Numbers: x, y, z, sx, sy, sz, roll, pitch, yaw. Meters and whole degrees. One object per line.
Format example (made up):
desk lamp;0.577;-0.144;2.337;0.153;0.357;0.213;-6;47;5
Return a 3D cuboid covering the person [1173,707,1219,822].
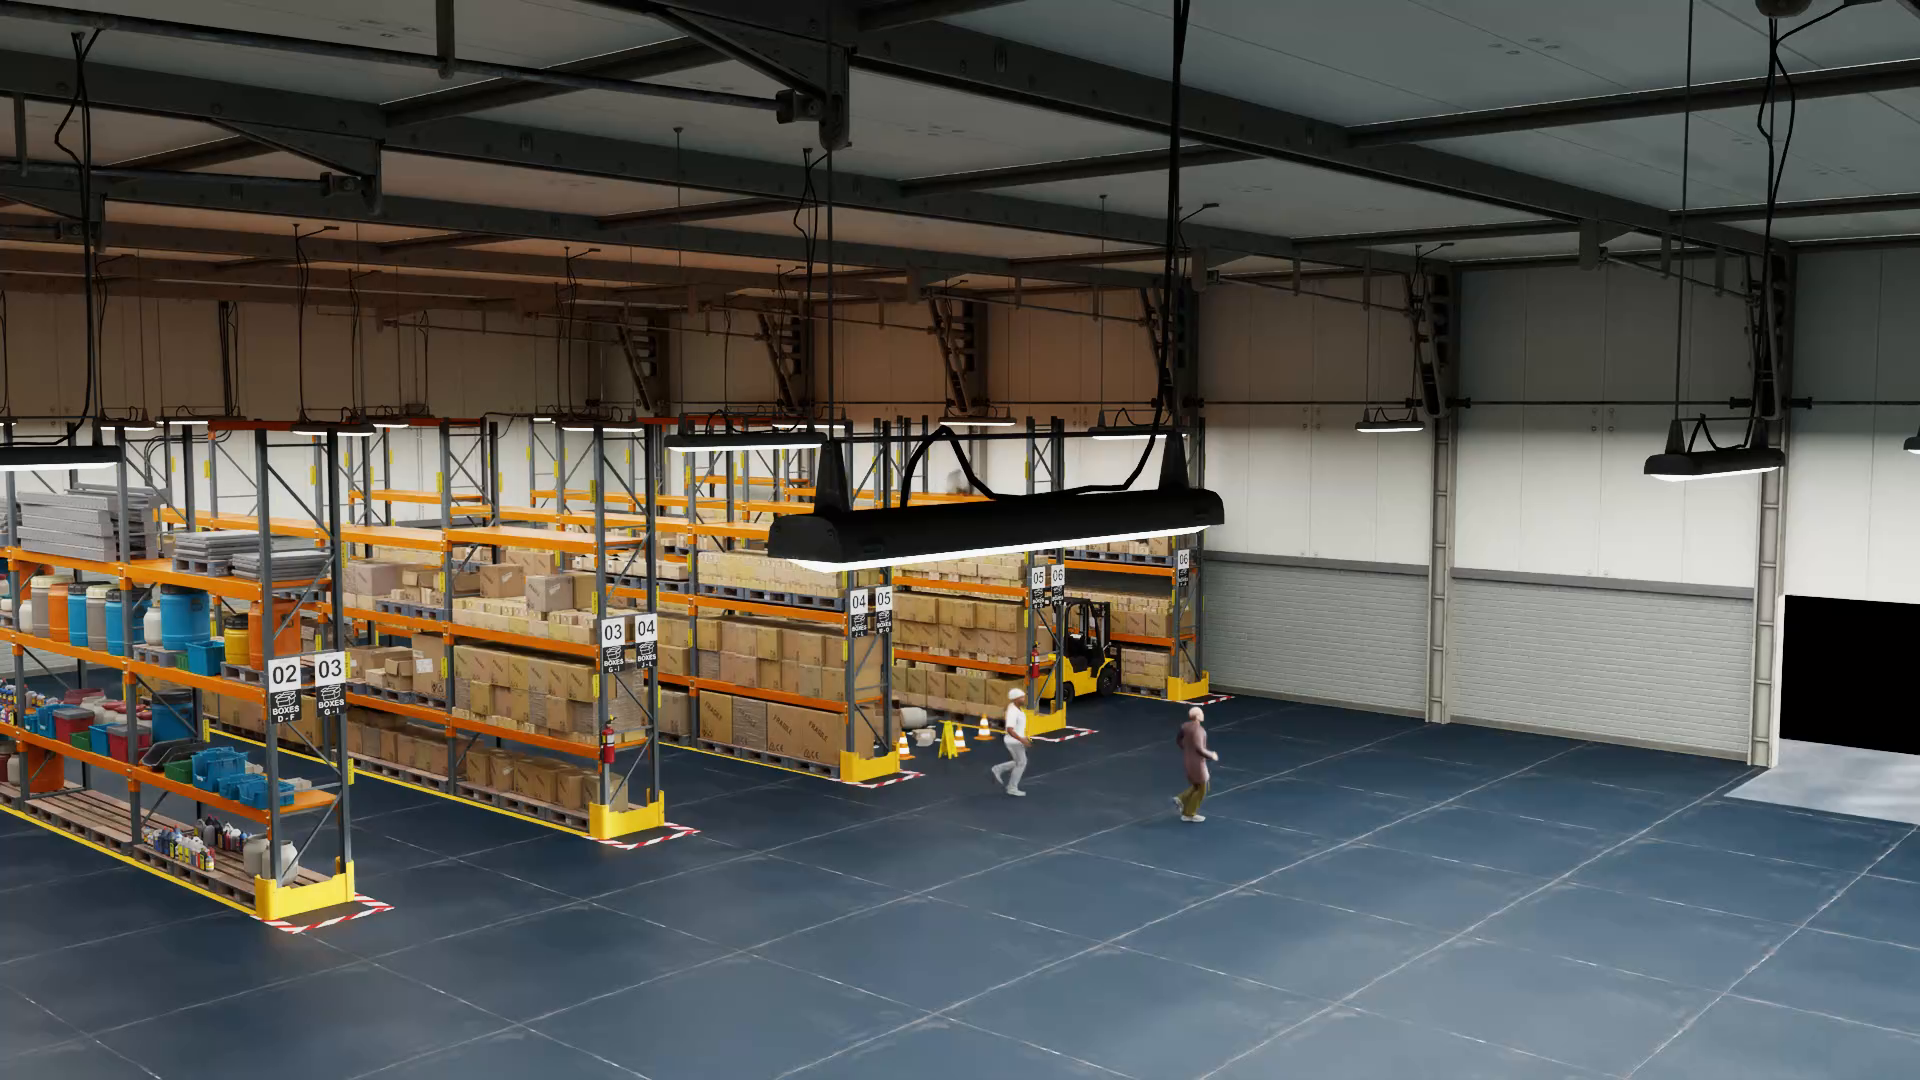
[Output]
person;3.555;3.379;25.054;0.630;1.743;0.716;-1;5;-11

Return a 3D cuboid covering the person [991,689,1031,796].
person;0.821;3.250;26.815;0.654;1.738;0.716;0;5;5
